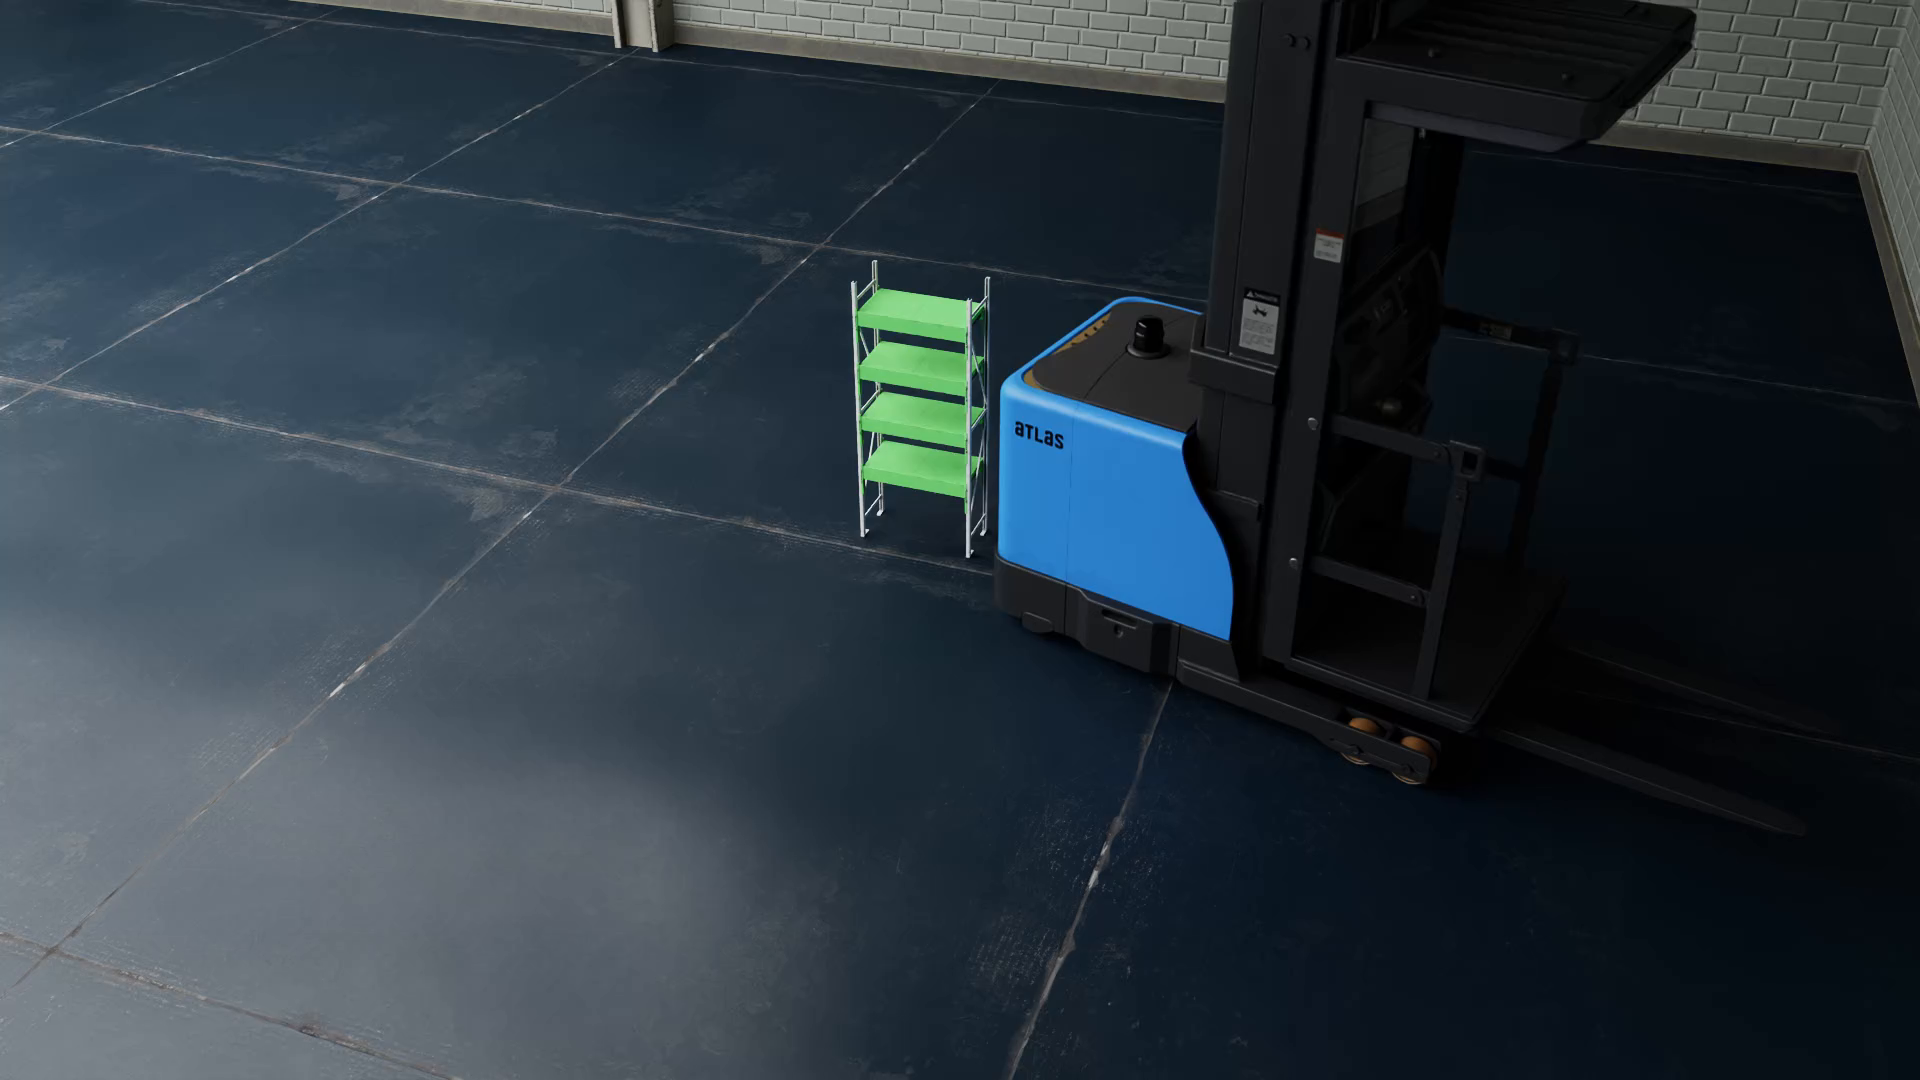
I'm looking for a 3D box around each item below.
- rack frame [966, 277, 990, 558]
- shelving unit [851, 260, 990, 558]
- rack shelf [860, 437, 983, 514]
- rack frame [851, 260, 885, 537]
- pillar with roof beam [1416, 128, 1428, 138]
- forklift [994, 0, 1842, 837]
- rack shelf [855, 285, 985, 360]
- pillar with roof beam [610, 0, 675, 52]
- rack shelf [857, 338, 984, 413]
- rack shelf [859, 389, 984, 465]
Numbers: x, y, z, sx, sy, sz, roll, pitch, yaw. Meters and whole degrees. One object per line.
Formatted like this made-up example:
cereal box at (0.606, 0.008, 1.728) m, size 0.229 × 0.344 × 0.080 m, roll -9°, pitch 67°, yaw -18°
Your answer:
rack frame at (0.074, -0.490, 6.902) m, size 0.015 × 1.200 × 0.240 m, roll 11°, pitch 34°, yaw 16°
shelving unit at (-0.156, -0.534, 6.971) m, size 0.503 × 1.200 × 0.258 m, roll 11°, pitch 34°, yaw 16°
rack shelf at (-0.156, -0.279, 7.136) m, size 0.480 × 0.148 × 0.258 m, roll 11°, pitch 34°, yaw 16°
rack frame at (-0.386, -0.579, 7.041) m, size 0.015 × 1.200 × 0.240 m, roll 11°, pitch 34°, yaw 16°
pillar with roof beam at (1.653, -4.497, 5.918) m, size 0.400 × 9.000 × 9.100 m, roll 11°, pitch 34°, yaw 16°
forklift at (1.647, -0.693, 5.622) m, size 3.031 × 2.935 × 1.130 m, roll 20°, pitch 38°, yaw 28°
rack shelf at (-0.156, -0.884, 6.746) m, size 0.480 × 0.148 × 0.258 m, roll 11°, pitch 34°, yaw 16°
pillar with roof beam at (-3.996, -5.595, 7.619) m, size 0.400 × 9.000 × 9.100 m, roll 11°, pitch 34°, yaw 16°
rack shelf at (-0.156, -0.682, 6.876) m, size 0.480 × 0.148 × 0.258 m, roll 11°, pitch 34°, yaw 16°
rack shelf at (-0.156, -0.481, 7.006) m, size 0.480 × 0.148 × 0.258 m, roll 11°, pitch 34°, yaw 16°
